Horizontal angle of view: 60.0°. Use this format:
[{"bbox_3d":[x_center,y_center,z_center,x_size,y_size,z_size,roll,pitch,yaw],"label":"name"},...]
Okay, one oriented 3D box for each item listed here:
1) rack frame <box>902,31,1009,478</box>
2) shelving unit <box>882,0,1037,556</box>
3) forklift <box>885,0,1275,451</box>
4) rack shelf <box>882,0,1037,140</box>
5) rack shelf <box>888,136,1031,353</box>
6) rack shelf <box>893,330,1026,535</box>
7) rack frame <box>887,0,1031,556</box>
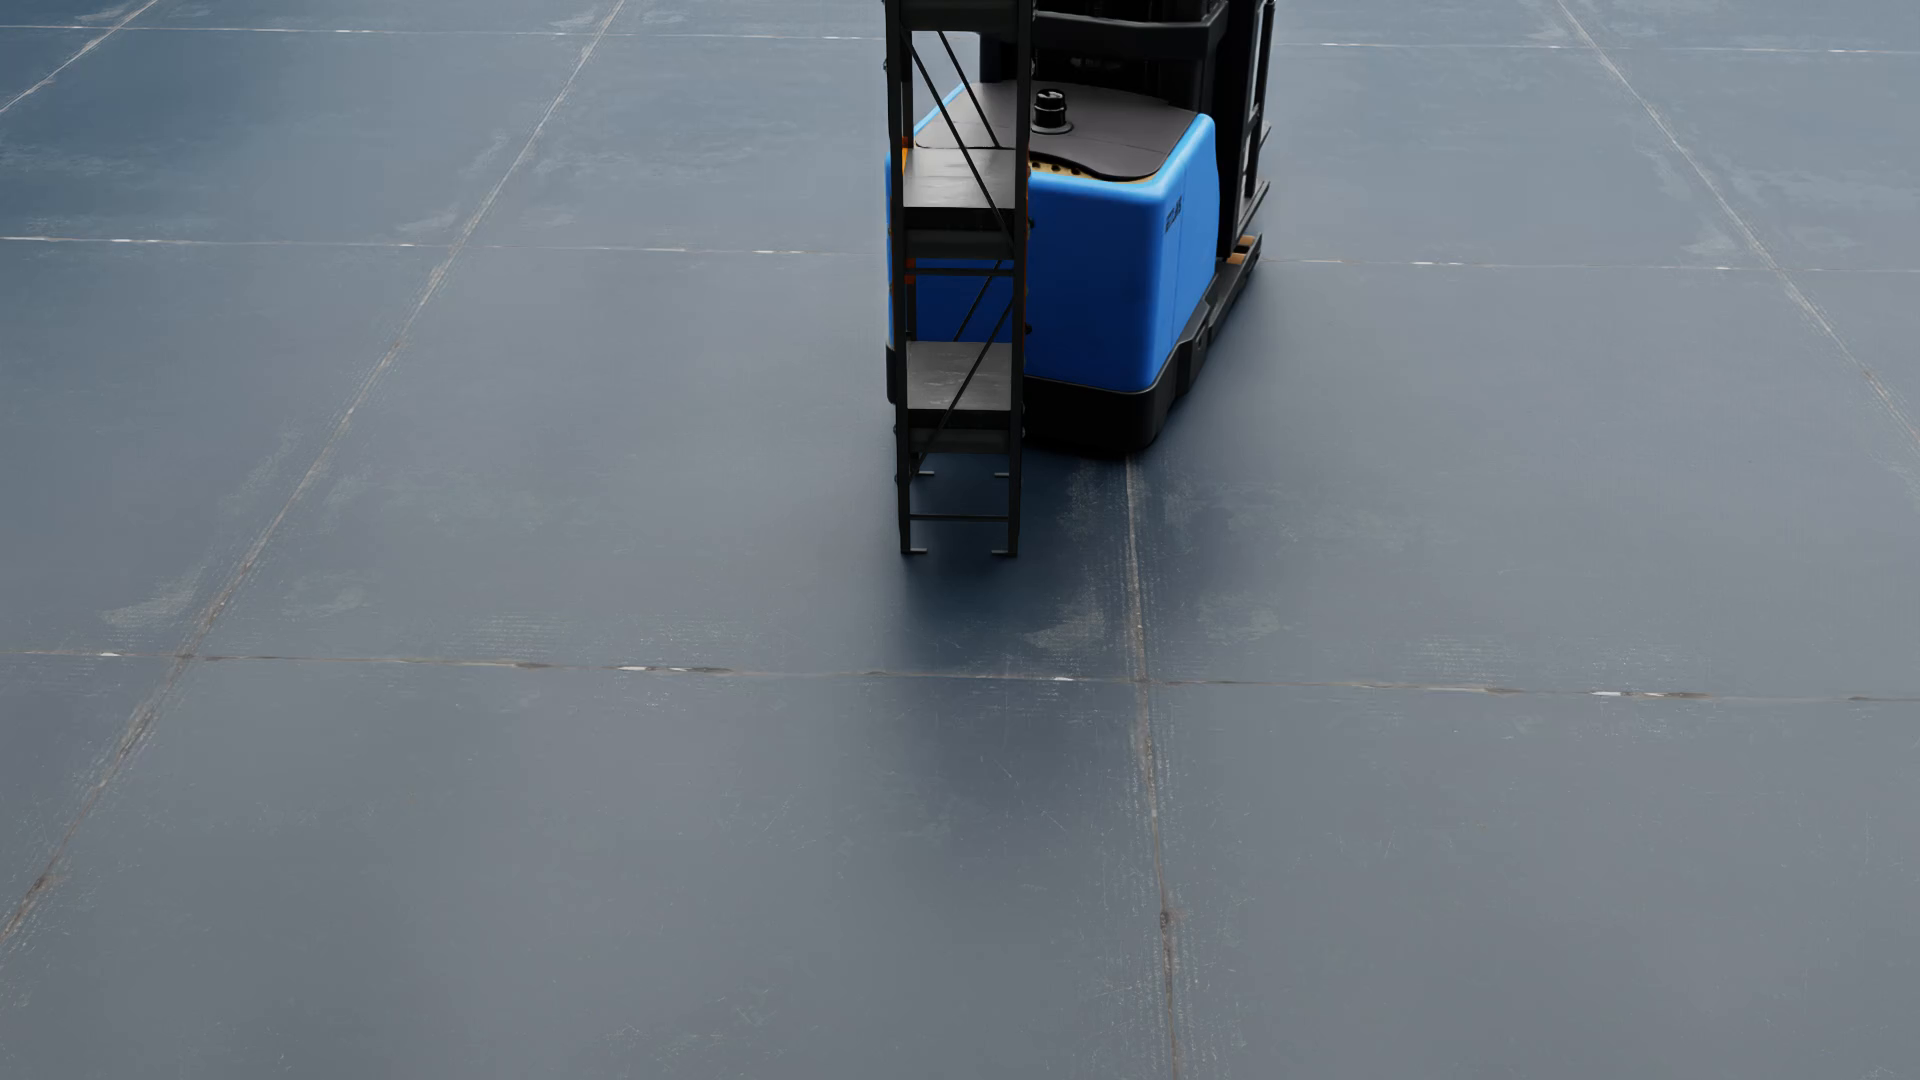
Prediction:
[{"bbox_3d":[0.016,-1.094,5.481,0.400,2.100,0.015,1,35,2],"label":"rack frame"},{"bbox_3d":[0.007,-0.954,5.282,0.431,2.100,0.503,1,35,2],"label":"shelving unit"},{"bbox_3d":[0.710,-2.369,6.572,1.130,2.935,3.031,12,37,17],"label":"forklift"},{"bbox_3d":[0.007,-1.516,4.887,0.431,0.518,0.480,1,35,2],"label":"rack shelf"},{"bbox_3d":[0.007,-0.943,5.289,0.431,0.518,0.480,1,35,2],"label":"rack shelf"},{"bbox_3d":[0.007,-0.370,5.692,0.431,0.518,0.480,1,35,2],"label":"rack shelf"},{"bbox_3d":[-0.003,-0.814,5.082,0.400,2.100,0.015,1,35,2],"label":"rack frame"}]
